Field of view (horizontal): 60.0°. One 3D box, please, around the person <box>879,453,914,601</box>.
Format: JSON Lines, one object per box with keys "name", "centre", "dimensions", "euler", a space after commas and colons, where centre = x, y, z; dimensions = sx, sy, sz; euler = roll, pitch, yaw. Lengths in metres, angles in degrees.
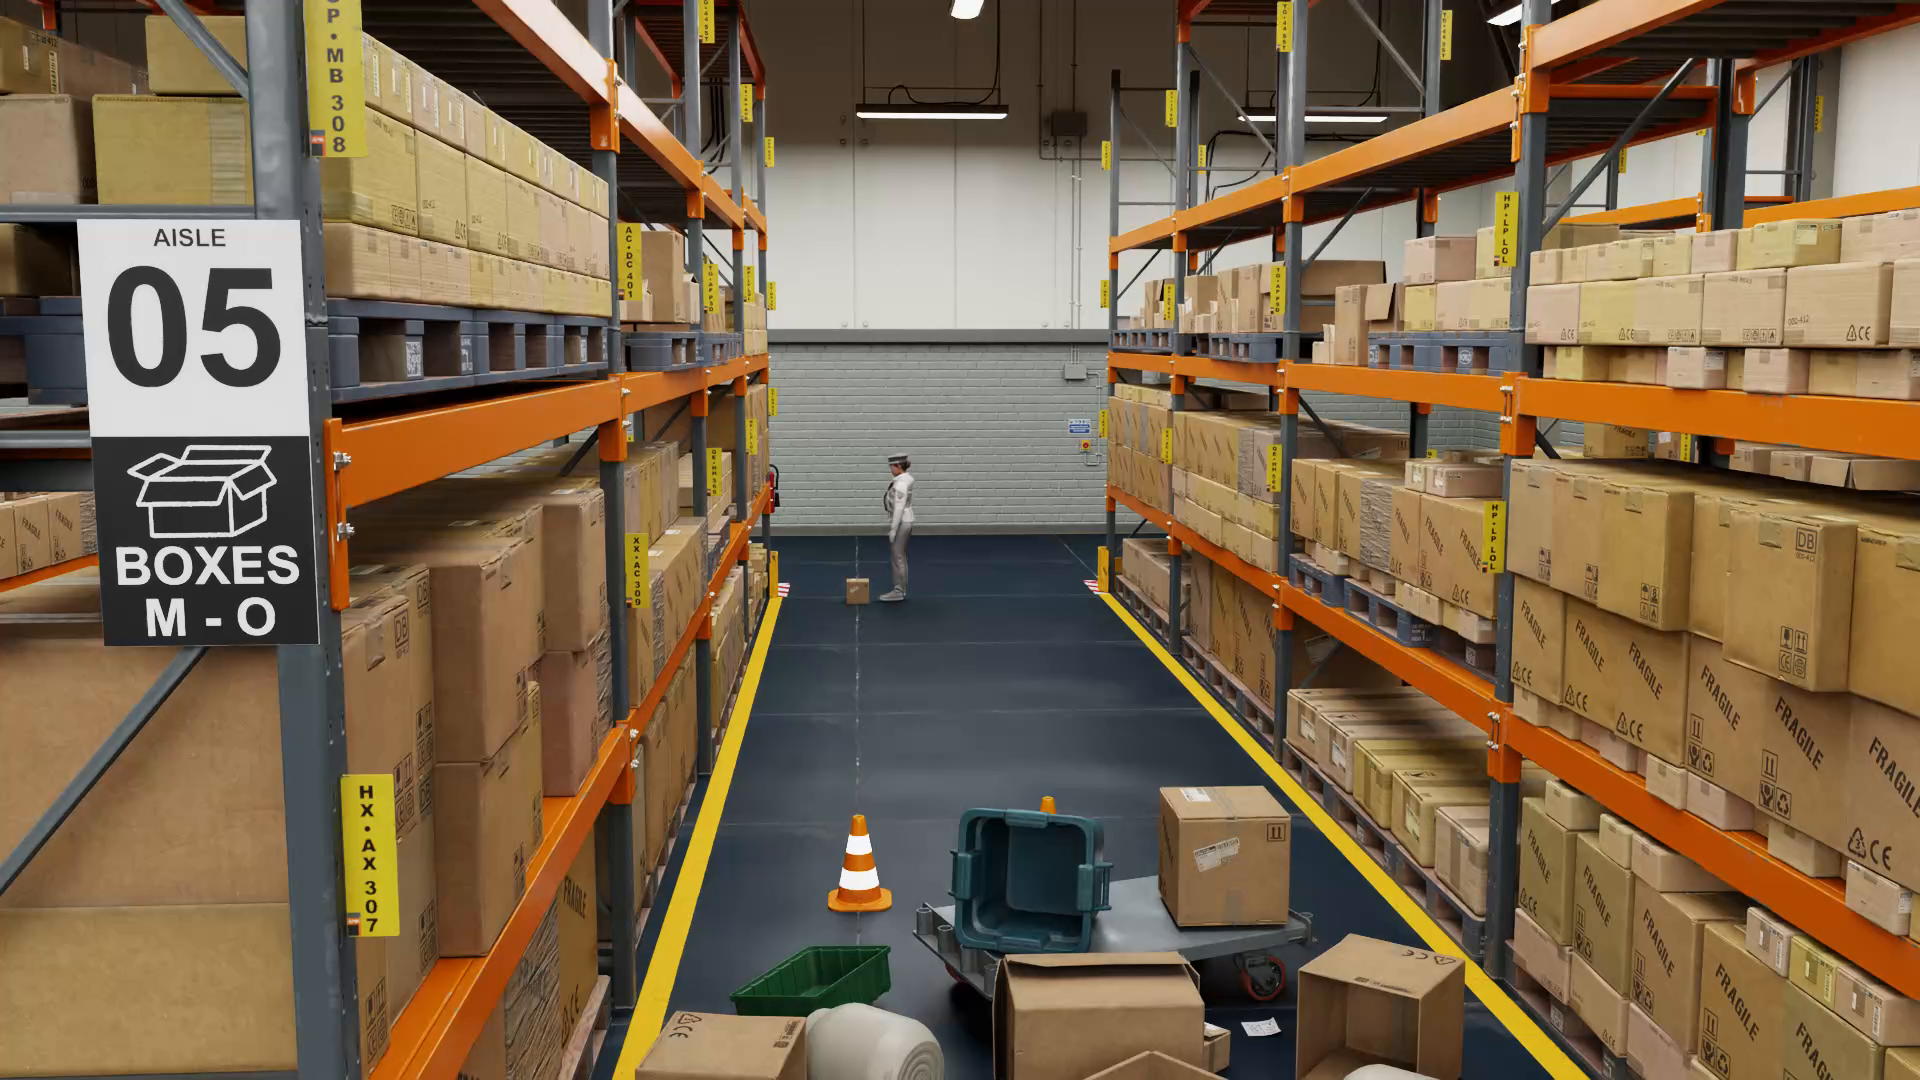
{"name": "person", "centre": [-0.725, -0.140, 18.750], "dimensions": [0.418, 1.680, 0.500], "euler": [1, 7, 7]}
